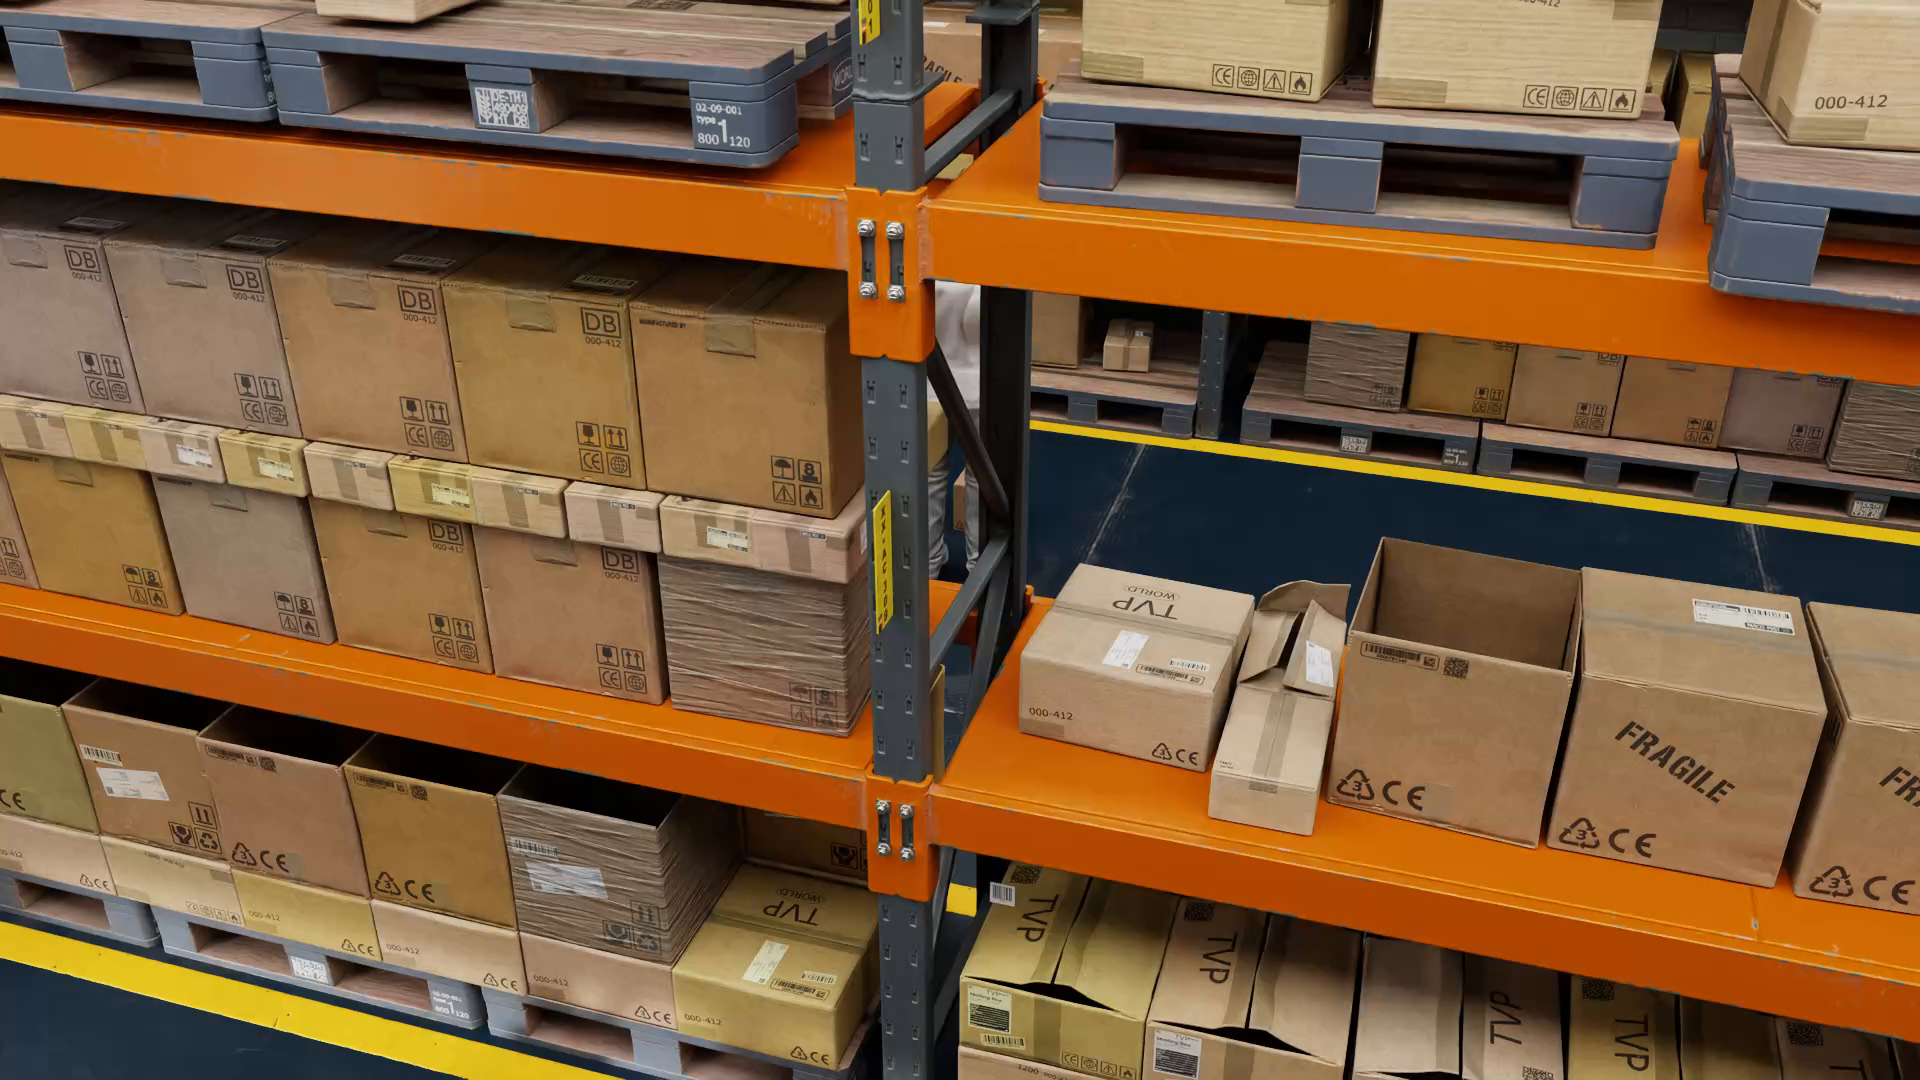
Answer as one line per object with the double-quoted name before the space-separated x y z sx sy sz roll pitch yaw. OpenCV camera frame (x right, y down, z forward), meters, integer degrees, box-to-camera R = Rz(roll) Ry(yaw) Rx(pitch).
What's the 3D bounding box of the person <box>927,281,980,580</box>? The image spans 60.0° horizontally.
"person" -0.029 -0.641 7.268 0.546 1.780 0.361 9 30 16
